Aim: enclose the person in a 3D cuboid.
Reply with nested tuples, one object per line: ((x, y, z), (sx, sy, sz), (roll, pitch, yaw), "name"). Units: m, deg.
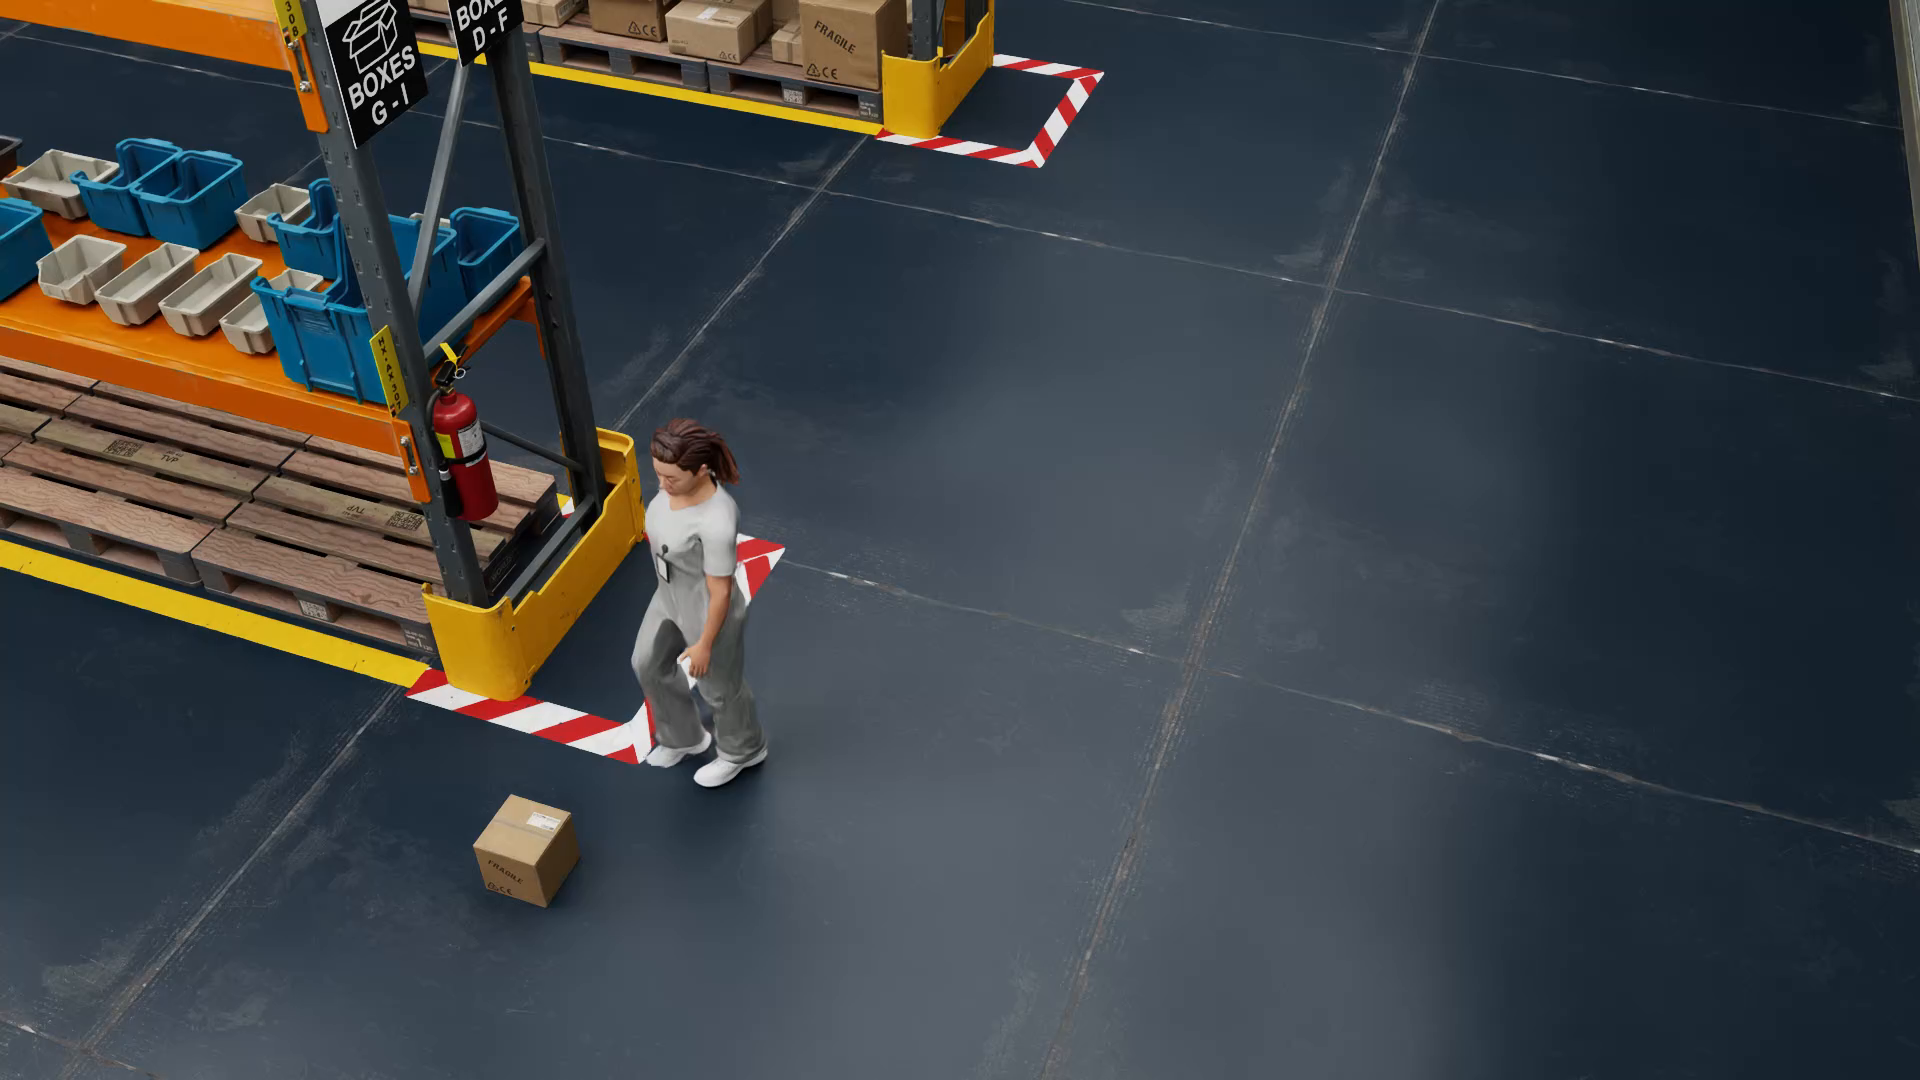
((-0.928, 0.278, 5.859), (0.445, 1.737, 0.469), (-22, 46, -23), "person")
